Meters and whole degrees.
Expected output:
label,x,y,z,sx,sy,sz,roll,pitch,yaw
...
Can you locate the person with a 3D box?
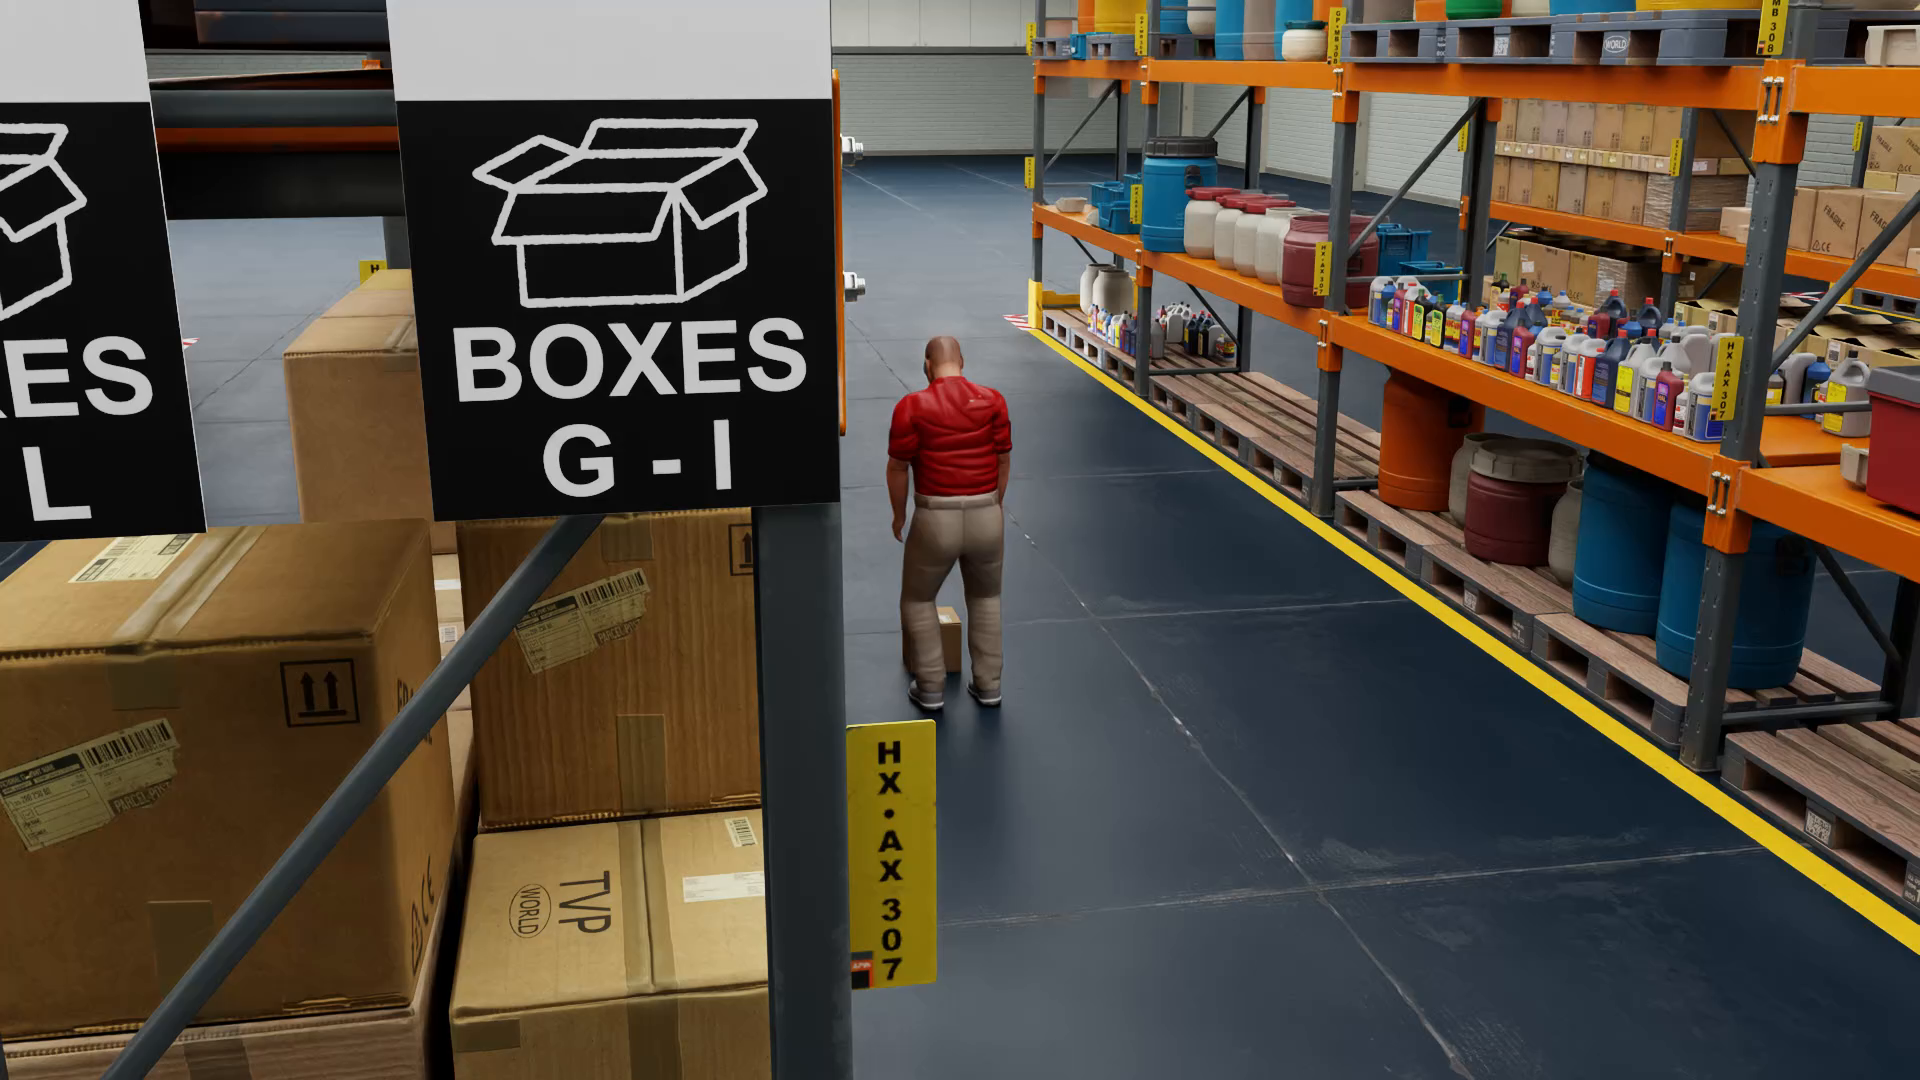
label,x,y,z,sx,sy,sz,roll,pitch,yaw
person,-0.048,-0.062,7.399,0.557,1.674,0.431,-3,17,-11
